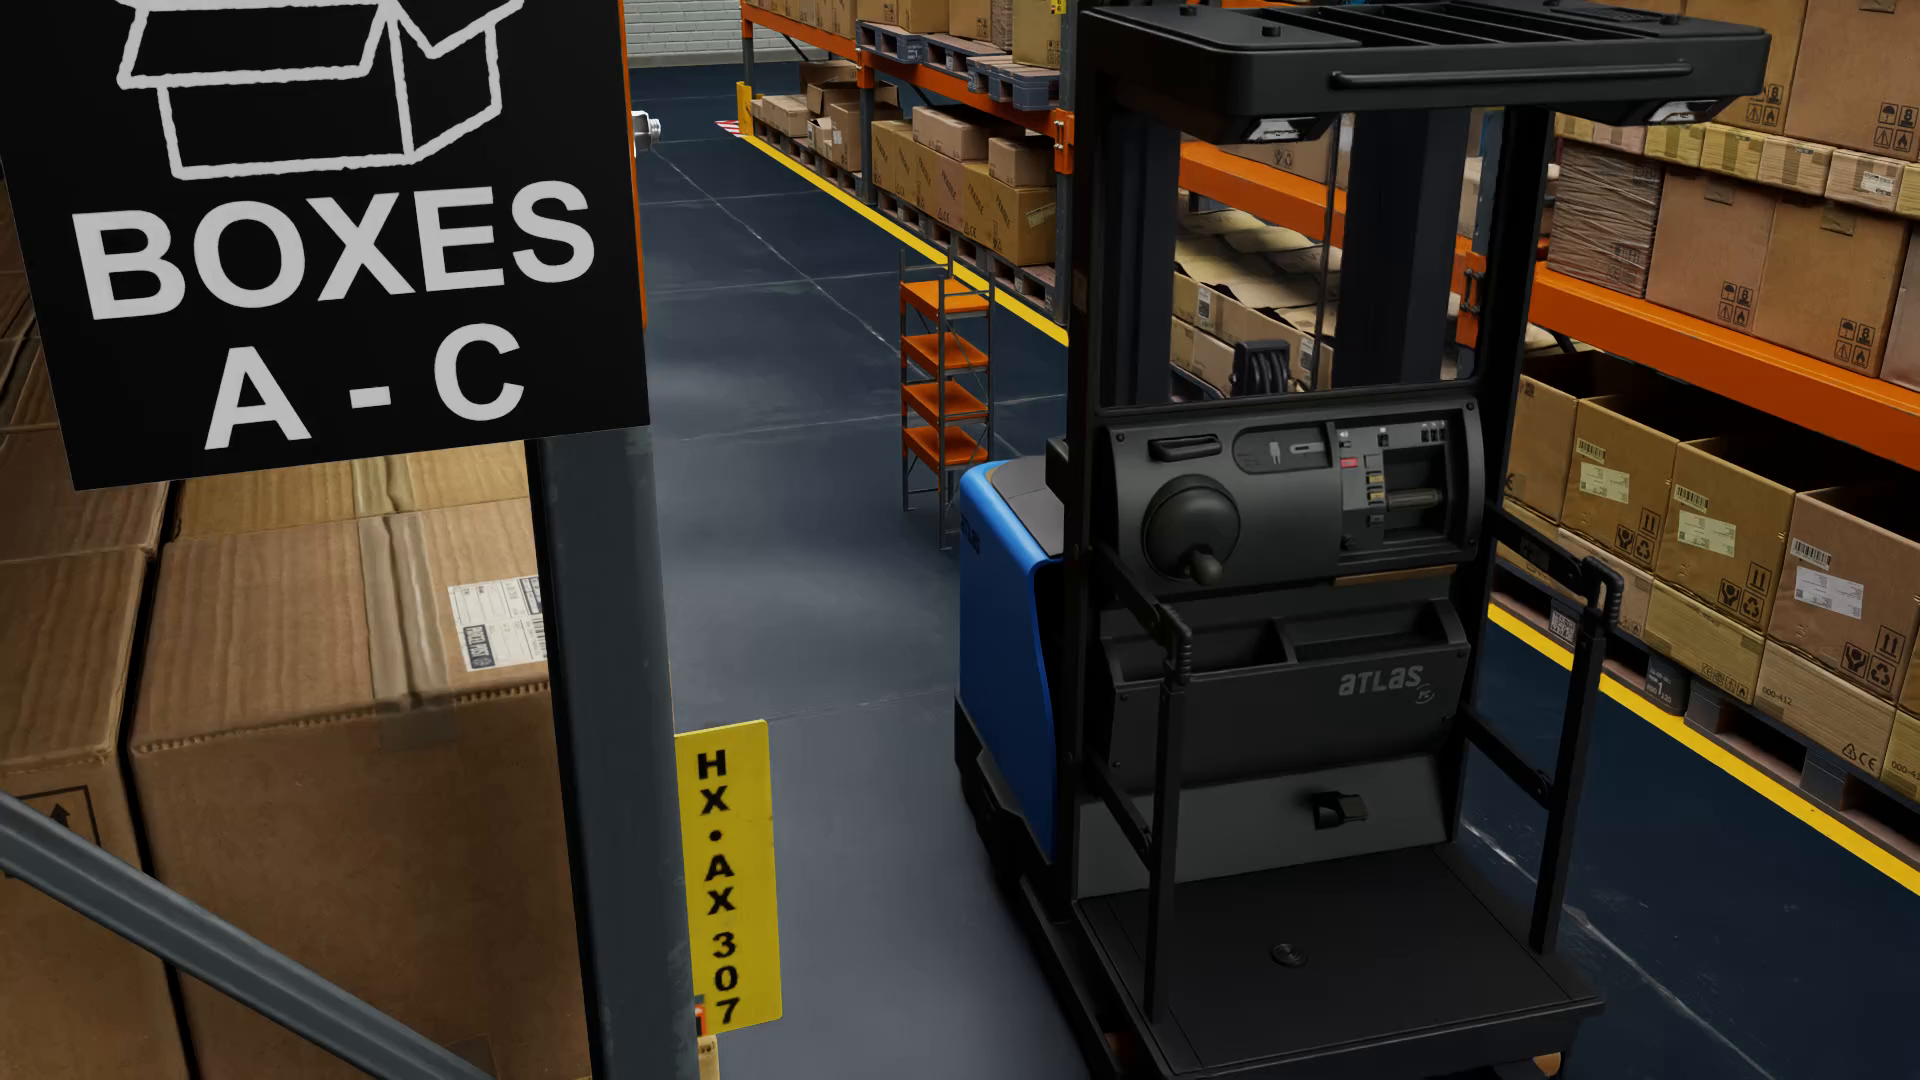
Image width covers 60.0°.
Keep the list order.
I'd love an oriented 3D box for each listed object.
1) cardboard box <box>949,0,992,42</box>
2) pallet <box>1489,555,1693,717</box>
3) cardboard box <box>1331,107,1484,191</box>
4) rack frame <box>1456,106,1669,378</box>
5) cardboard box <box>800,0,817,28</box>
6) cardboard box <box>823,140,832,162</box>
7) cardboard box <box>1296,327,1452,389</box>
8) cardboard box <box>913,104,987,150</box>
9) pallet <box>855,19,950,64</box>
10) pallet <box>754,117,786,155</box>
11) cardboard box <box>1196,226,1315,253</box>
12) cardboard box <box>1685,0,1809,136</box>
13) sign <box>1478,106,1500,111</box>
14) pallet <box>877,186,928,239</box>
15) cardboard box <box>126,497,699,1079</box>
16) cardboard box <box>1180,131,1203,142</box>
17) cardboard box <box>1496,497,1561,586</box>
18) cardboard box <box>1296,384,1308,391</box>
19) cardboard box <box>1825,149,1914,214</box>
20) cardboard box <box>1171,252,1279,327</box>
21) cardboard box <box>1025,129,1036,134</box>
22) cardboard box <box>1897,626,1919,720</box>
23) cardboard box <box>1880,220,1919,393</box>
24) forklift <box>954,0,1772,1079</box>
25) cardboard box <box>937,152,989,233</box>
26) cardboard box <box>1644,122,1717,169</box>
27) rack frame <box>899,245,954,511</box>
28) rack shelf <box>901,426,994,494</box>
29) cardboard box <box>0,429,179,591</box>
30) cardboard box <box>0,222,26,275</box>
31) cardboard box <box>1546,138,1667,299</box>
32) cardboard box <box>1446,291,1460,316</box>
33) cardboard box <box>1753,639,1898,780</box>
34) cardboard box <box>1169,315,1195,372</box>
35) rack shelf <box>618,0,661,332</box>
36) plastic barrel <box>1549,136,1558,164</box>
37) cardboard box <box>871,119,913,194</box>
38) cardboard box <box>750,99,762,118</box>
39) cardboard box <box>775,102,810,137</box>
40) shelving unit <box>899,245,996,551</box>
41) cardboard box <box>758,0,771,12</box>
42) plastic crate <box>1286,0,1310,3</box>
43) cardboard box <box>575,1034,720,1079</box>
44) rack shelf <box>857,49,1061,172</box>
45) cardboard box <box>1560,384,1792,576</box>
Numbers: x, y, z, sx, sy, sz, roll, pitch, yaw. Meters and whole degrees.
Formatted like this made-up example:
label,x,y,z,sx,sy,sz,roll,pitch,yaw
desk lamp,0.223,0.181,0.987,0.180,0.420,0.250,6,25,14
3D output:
label,x,y,z,sx,sy,sz,roll,pitch,yaw
cardboard box,0.350,-3.858,11.871,0.700,0.500,0.500,-15,27,-32
pallet,2.736,0.235,6.421,1.003,0.211,1.213,-8,24,-19
cardboard box,2.052,-1.864,7.681,0.500,0.500,0.500,-7,24,-15
rack frame,2.494,-1.345,6.579,1.000,3.000,0.127,-8,24,-19
cardboard box,-1.116,-4.818,14.689,0.500,0.500,0.500,-8,24,-18
cardboard box,-0.987,-3.437,14.646,0.380,0.149,0.250,-8,24,-19
cardboard box,1.893,-0.826,7.624,0.500,0.311,0.500,-8,24,-18
cardboard box,-0.036,-3.075,12.371,0.500,0.250,0.500,-8,24,-19
pallet,-0.152,-3.858,12.788,1.003,0.211,1.213,-8,24,-19
pallet,-1.436,-4.103,16.713,1.003,0.211,1.213,-8,24,-19
cardboard box,1.686,-1.639,9.553,0.500,0.311,0.500,-9,24,-20
cardboard box,2.837,-1.645,5.491,0.700,0.500,0.500,-8,24,-19
sign,1.990,-1.764,6.184,0.100,0.325,0.005,-8,24,-19
pallet,-0.009,-2.676,13.328,1.003,0.211,1.213,-8,24,-19
cardboard box,-0.613,0.289,1.903,0.500,0.500,0.500,-8,24,-19
cardboard box,1.216,-2.406,9.210,0.500,0.311,0.500,-9,24,-20
cardboard box,2.374,-0.061,6.533,0.500,0.250,0.500,-8,24,-19
cardboard box,1.899,-0.566,7.731,0.500,0.250,0.500,-9,24,-20
cardboard box,2.867,-1.098,5.029,0.380,0.149,0.250,-9,25,-21
cardboard box,1.363,-1.377,8.933,0.500,0.311,0.500,-9,24,-20
cardboard box,0.277,-2.982,13.114,0.500,0.500,0.500,-8,24,-19
cardboard box,3.072,0.321,4.660,0.500,0.500,0.500,-8,24,-19
cardboard box,3.205,-0.671,4.851,0.700,0.500,0.500,-8,24,-17
forklift,0.850,-0.089,3.687,1.130,2.935,3.031,-6,24,-13
cardboard box,0.157,-2.535,12.053,0.500,0.500,0.500,-9,25,-21
cardboard box,2.590,-1.381,5.700,0.380,0.149,0.250,-9,24,-20
rack frame,-0.145,-0.702,7.370,0.240,1.200,0.015,-8,24,-19
rack shelf,-0.058,-0.368,7.263,0.258,0.148,0.480,-8,24,-19
cardboard box,-1.260,0.178,2.168,0.500,0.500,0.500,-8,24,-18
cardboard box,-1.818,-0.380,3.491,0.500,0.500,0.500,-8,24,-18
cardboard box,2.657,-1.230,6.179,0.700,0.500,0.500,-9,24,-20
cardboard box,2.225,-1.084,8.238,0.500,0.311,0.500,-9,25,-21
cardboard box,2.900,0.484,5.238,0.500,0.250,0.500,-8,24,-19
cardboard box,1.359,-1.123,9.053,0.500,0.250,0.500,-9,24,-20
rack shelf,-1.432,-0.988,2.796,1.077,0.370,4.000,-8,24,-19
plastic barrel,4.846,-3.302,13.885,0.421,0.512,0.421,0,23,0
cardboard box,-0.389,-3.093,13.379,0.500,0.500,0.500,-9,25,-21
cardboard box,-1.919,-4.395,16.919,0.380,0.149,0.250,-8,24,-19
cardboard box,-1.465,-4.041,15.949,0.500,0.250,0.500,-8,24,-19
shelving unit,-0.058,-0.613,7.160,0.258,1.200,0.503,-8,24,-19
cardboard box,-1.648,-5.367,15.993,0.500,0.500,0.500,-9,24,-20
plastic crate,3.407,-5.427,16.527,0.293,0.136,0.466,-8,24,-19
cardboard box,-0.601,0.629,2.064,0.500,0.250,0.500,-9,25,-21
rack shelf,0.375,-3.193,11.891,1.077,0.370,4.000,-8,24,-19
cardboard box,2.549,-0.225,5.955,0.500,0.500,0.500,-8,24,-19
